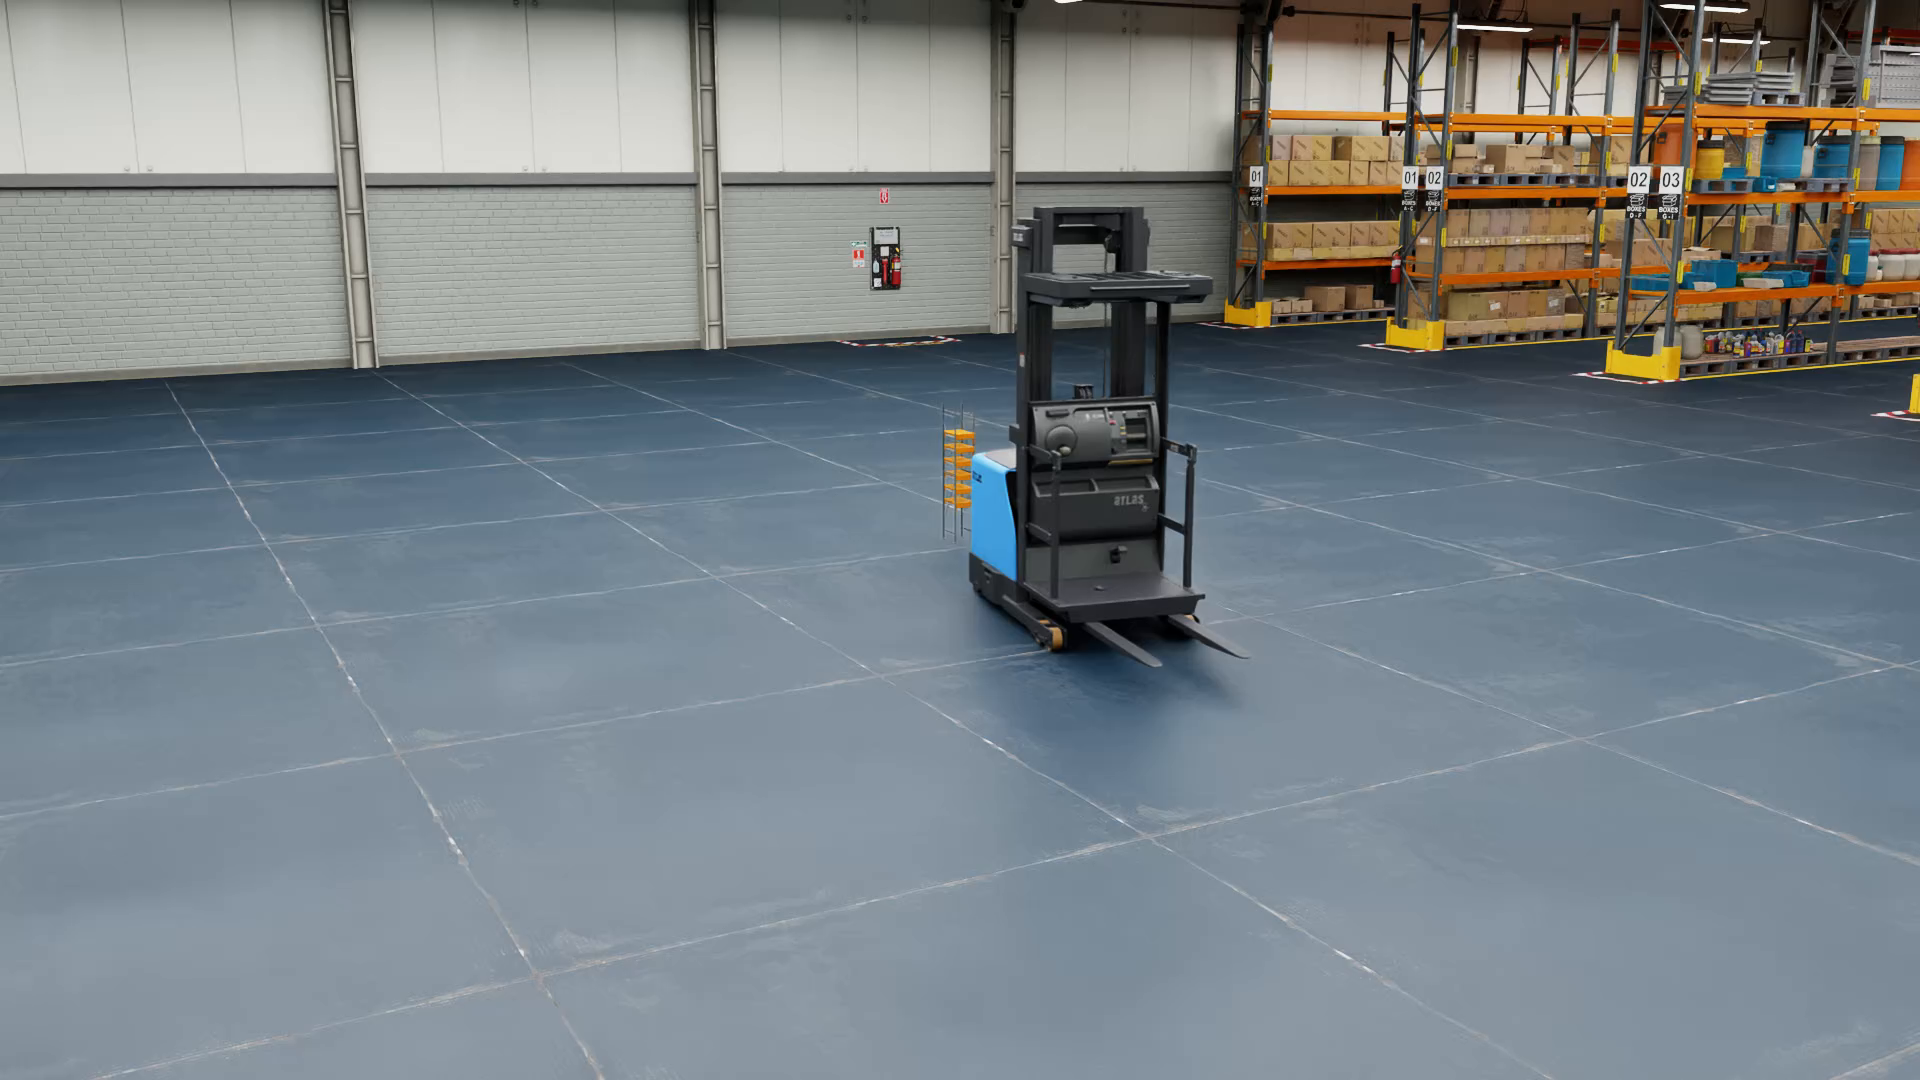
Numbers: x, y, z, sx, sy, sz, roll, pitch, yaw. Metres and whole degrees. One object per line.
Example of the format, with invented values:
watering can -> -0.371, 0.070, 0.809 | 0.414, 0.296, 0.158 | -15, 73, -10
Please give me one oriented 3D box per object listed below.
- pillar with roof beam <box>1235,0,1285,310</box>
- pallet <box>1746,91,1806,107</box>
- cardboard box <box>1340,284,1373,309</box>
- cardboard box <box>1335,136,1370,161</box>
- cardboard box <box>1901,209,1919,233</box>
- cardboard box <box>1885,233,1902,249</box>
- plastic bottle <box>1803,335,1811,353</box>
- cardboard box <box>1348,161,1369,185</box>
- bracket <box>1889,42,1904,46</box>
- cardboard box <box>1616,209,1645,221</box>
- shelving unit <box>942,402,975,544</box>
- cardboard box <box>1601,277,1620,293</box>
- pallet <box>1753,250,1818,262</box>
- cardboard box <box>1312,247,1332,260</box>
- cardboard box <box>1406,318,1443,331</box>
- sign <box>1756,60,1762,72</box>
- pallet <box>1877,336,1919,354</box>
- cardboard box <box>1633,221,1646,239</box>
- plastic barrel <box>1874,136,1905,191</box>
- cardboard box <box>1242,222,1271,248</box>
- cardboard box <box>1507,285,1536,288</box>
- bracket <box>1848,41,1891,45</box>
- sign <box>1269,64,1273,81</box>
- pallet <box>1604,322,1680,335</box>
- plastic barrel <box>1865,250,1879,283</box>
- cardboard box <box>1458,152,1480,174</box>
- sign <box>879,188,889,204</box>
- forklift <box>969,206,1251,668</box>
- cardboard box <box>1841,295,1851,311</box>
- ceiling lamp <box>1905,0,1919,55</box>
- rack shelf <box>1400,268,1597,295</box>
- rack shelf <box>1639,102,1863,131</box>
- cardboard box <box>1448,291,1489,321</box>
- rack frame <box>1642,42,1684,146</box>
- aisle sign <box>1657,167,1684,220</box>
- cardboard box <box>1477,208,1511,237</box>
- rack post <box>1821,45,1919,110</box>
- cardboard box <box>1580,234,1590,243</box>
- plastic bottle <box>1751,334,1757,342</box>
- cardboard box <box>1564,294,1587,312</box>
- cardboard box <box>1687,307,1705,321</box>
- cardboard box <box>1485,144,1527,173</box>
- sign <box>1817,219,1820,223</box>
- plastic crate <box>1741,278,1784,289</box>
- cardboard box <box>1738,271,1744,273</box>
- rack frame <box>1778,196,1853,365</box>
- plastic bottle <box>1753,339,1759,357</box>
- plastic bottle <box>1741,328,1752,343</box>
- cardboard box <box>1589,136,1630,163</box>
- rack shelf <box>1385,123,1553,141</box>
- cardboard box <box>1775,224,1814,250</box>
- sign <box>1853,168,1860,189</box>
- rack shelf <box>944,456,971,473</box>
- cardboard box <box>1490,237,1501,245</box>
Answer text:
pillar with roof beam -> 8.156, -8.273, 30.874 | 0.548, 9.000, 9.100 | -7, 14, -28
pallet -> 12.368, -6.865, 25.960 | 1.213, 0.211, 1.003 | -7, 14, -28
cardboard box -> 8.512, -5.234, 35.728 | 0.500, 0.500, 0.500 | -8, 15, -32
cardboard box -> 8.165, -8.144, 34.584 | 0.500, 0.500, 0.500 | -7, 15, -30
cardboard box -> 20.255, -6.884, 35.860 | 0.500, 0.500, 0.500 | -7, 15, -30
cardboard box -> 19.828, -6.348, 35.756 | 0.500, 0.500, 0.500 | -7, 14, -27
plastic bottle -> 13.887, -3.222, 27.280 | 0.133, 0.283, 0.061 | -6, 14, -25
cardboard box -> 8.161, -7.661, 34.714 | 0.500, 0.500, 0.500 | -7, 15, -30
bracket -> 24.507, -12.977, 43.577 | 0.430, 0.232, 0.235 | -7, 14, -28
cardboard box -> 15.685, -7.617, 38.964 | 0.500, 0.250, 0.500 | -6, 14, -27
shelving unit -> -0.013, -0.584, 14.471 | 0.189, 1.200, 0.258 | -7, 14, -28
cardboard box -> 15.139, -6.166, 39.117 | 0.750, 0.750, 0.750 | -6, 14, -26
pallet -> 16.996, -5.935, 34.585 | 1.213, 0.211, 1.003 | -7, 14, -28
cardboard box -> 7.372, -5.972, 34.609 | 0.500, 0.250, 0.500 | -7, 15, -29
cardboard box -> 8.599, -3.958, 30.670 | 0.500, 0.250, 0.500 | -7, 14, -28
sign -> 15.561, -9.176, 32.398 | 0.005, 0.325, 0.100 | -7, 14, -28
pallet -> 16.963, -3.433, 29.384 | 1.213, 0.211, 1.003 | -7, 14, -28
cardboard box -> 15.698, -7.249, 39.036 | 0.500, 0.500, 0.500 | -7, 14, -27
plastic barrel -> 15.641, -6.388, 28.188 | 0.708, 0.901, 0.600 | -7, 14, -28
cardboard box -> 6.205, -6.328, 34.485 | 0.500, 0.500, 0.500 | -7, 14, -28
cardboard box -> 10.788, -4.589, 31.765 | 0.500, 0.500, 0.500 | -7, 14, -28
bracket -> 23.988, -12.915, 43.301 | 3.189, 0.066, 0.076 | -7, 14, -28
sign -> 6.153, -9.252, 32.916 | 0.005, 0.325, 0.100 | -7, 14, -28
pallet -> 13.481, -4.256, 33.039 | 1.213, 0.211, 1.003 | -7, 14, -28
plastic barrel -> 15.096, -4.572, 27.782 | 0.433, 0.535, 0.433 | 0, 13, 0
cardboard box -> 11.005, -8.245, 36.398 | 0.500, 0.500, 0.500 | -7, 15, -30
sign -> -1.416, -6.441, 31.119 | 0.199, 0.298, 0.001 | -7, 14, -28
forklift -> 1.019, -0.776, 11.383 | 1.130, 2.935, 3.031 | -4, 13, -18
cardboard box -> 18.507, -5.132, 35.270 | 0.500, 0.500, 0.500 | -7, 14, -28
ceiling lamp -> 23.503, -13.189, 39.423 | 0.800, 3.185, 2.000 | -7, 14, -28
rack shelf -> 10.025, -4.841, 30.925 | 4.000, 0.370, 1.077 | -7, 14, -28
rack shelf -> 12.395, -6.617, 26.067 | 4.000, 0.370, 1.077 | -7, 14, -28
cardboard box -> 9.285, -4.277, 30.380 | 0.500, 0.500, 0.500 | -7, 14, -28
rack frame -> 16.426, -10.125, 39.102 | 0.127, 3.000, 1.000 | -7, 14, -28
aisle sign -> 10.717, -5.230, 25.098 | 0.004, 0.787, 0.394 | -7, 14, -28
cardboard box -> 9.633, -5.825, 30.476 | 0.500, 0.500, 0.700 | -7, 14, -28
rack post -> 15.838, -7.695, 27.851 | 3.121, 1.000, 1.013 | -7, 14, -28
cardboard box -> 11.645, -5.697, 31.388 | 0.250, 0.149, 0.380 | -7, 14, -28
plastic bottle -> 13.174, -3.287, 27.595 | 0.097, 0.271, 0.097 | 0, 13, 0
cardboard box -> 11.999, -4.637, 32.410 | 0.500, 0.311, 0.500 | -7, 14, -28
cardboard box -> 14.496, -4.529, 33.207 | 0.500, 0.250, 0.500 | -7, 14, -29
cardboard box -> 9.858, -6.889, 30.051 | 0.500, 0.500, 0.500 | -7, 14, -28
sign -> 18.536, -6.770, 35.886 | 0.005, 0.325, 0.100 | -7, 14, -28
plastic crate -> 12.847, -4.099, 26.590 | 0.437, 0.136, 0.530 | -7, 14, -28
cardboard box -> 18.931, -6.458, 41.212 | 0.500, 0.500, 0.700 | -7, 14, -28
rack frame -> 14.151, -4.447, 27.537 | 0.127, 3.000, 1.000 | -7, 14, -28
plastic bottle -> 12.769, -3.087, 26.706 | 0.097, 0.271, 0.097 | 0, 13, 0
plastic bottle -> 13.078, -3.344, 27.670 | 0.185, 0.351, 0.144 | -8, 15, -30
cardboard box -> 12.341, -7.420, 31.594 | 0.500, 0.500, 0.500 | -7, 14, -27
rack shelf -> 11.159, -8.947, 36.420 | 4.000, 0.370, 1.077 | -7, 14, -28
cardboard box -> 17.281, -6.299, 34.584 | 0.500, 0.500, 0.700 | -12, 17, -42
sign -> 14.405, -5.808, 26.731 | 0.005, 0.325, 0.100 | -7, 14, -28
rack shelf -> -0.013, -0.658, 14.454 | 0.180, 0.103, 0.258 | -7, 14, -28
cardboard box -> 9.623, -5.455, 30.312 | 0.250, 0.149, 0.380 | -7, 15, -30
